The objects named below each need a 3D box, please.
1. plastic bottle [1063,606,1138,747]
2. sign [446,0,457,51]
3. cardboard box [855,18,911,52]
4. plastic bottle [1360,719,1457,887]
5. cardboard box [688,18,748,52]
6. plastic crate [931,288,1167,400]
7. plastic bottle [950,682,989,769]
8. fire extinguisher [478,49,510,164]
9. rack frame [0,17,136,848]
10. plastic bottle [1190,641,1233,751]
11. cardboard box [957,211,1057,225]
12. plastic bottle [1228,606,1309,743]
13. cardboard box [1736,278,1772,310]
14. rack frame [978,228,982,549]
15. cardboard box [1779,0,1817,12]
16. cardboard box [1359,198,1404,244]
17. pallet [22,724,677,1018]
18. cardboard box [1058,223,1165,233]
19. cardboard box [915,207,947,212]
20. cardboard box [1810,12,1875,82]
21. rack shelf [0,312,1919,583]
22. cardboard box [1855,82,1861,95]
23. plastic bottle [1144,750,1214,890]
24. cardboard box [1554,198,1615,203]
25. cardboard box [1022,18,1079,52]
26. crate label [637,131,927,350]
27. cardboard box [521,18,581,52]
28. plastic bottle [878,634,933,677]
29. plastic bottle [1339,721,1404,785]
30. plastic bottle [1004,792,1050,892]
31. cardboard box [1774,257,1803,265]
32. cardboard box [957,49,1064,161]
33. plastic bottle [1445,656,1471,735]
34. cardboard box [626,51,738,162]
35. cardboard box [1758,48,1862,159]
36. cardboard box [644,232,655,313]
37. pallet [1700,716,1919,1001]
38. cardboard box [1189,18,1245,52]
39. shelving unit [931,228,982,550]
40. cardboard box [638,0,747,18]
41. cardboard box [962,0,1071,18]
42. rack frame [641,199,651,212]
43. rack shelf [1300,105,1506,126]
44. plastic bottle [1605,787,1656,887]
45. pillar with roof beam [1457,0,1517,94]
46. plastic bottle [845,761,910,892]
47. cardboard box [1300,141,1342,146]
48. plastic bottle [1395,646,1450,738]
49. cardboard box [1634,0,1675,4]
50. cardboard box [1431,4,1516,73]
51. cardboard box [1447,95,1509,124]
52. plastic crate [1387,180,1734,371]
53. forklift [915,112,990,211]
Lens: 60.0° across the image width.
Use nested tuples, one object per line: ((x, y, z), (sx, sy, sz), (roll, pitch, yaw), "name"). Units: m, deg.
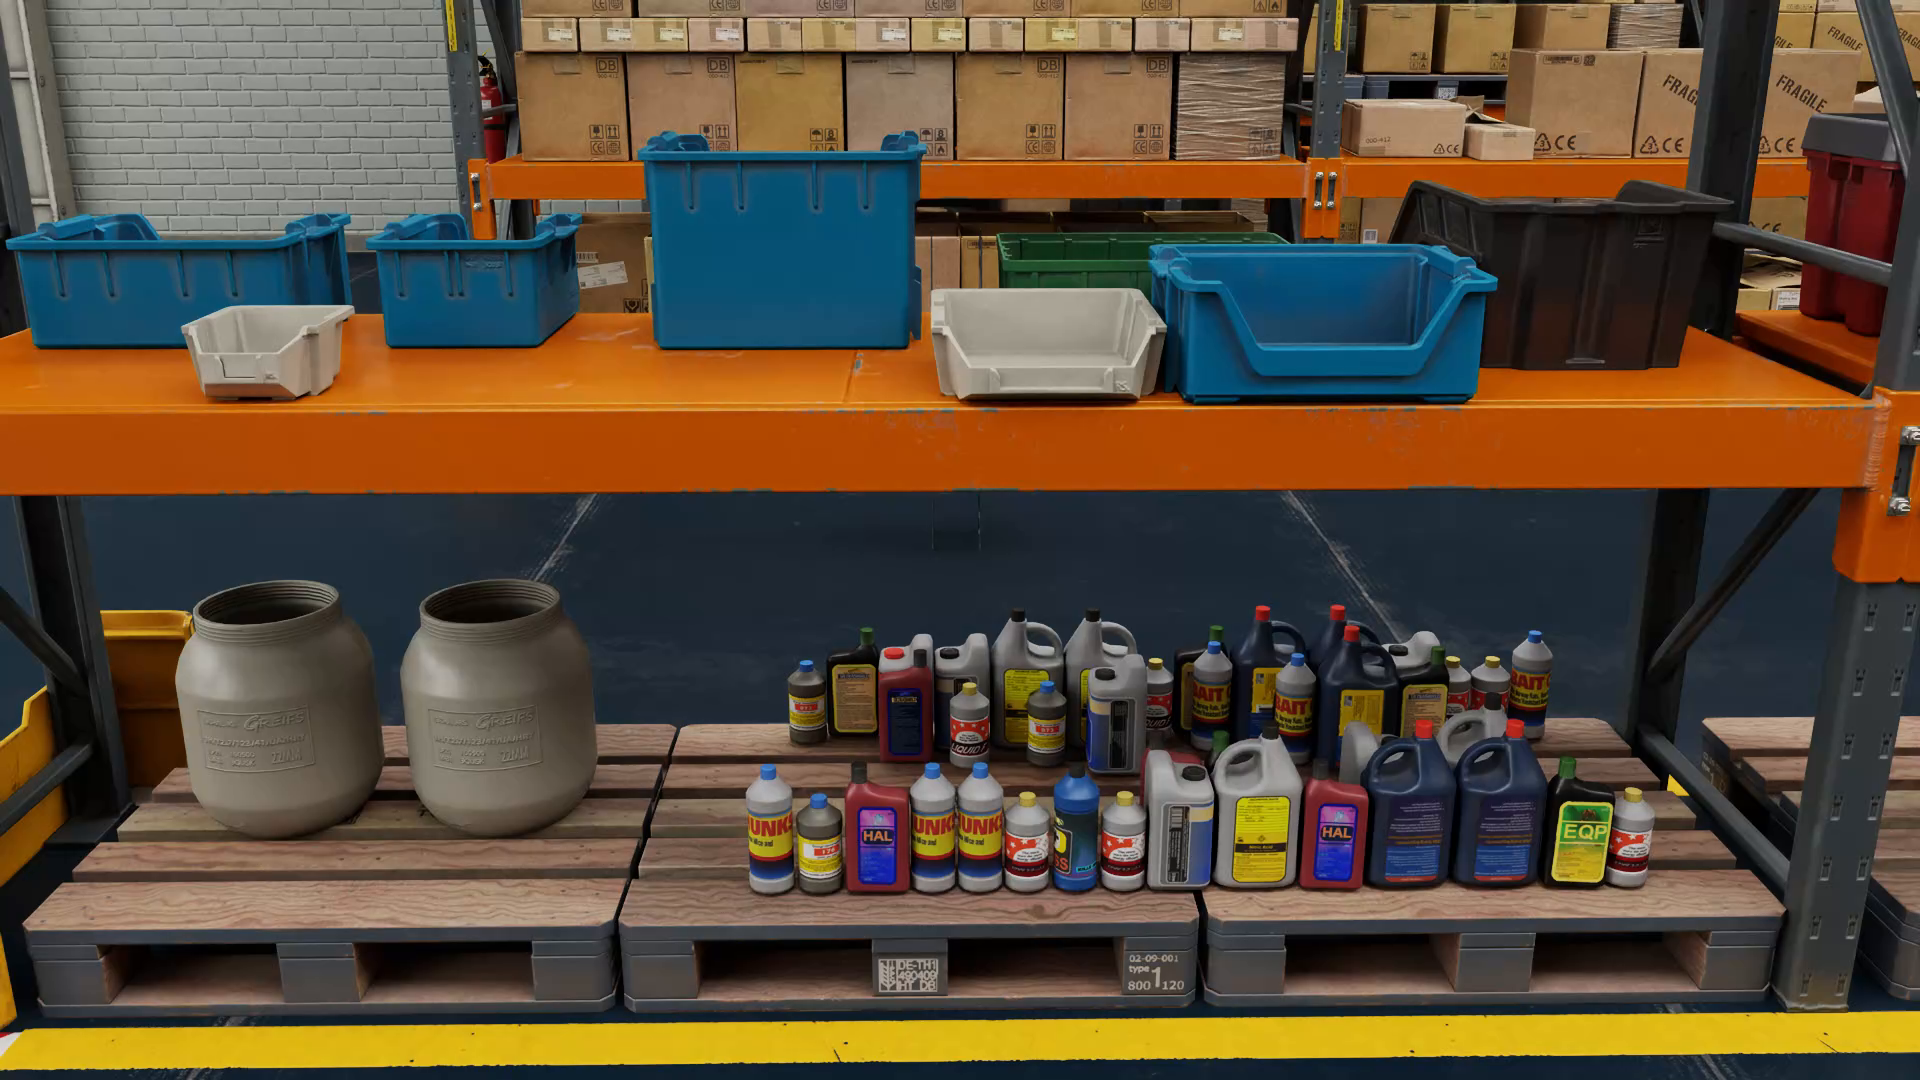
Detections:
((0.354, 0.338, 4.198), (0.185, 0.351, 0.144), (0, 18, -1), "plastic bottle")
((-2.289, -2.368, 7.470), (0.005, 0.325, 0.100), (0, 18, -1), "sign")
((-0.359, -2.387, 7.852), (0.250, 0.149, 0.380), (0, 18, 0), "cardboard box")
((0.951, 0.550, 3.538), (0.185, 0.351, 0.144), (-1, 18, -4), "plastic bottle")
((-1.131, -2.383, 7.840), (0.250, 0.149, 0.380), (-1, 18, -2), "cardboard box")
((0.162, -0.383, 3.262), (0.437, 0.136, 0.530), (0, 18, -1), "plastic crate")
((0.024, 0.450, 4.094), (0.097, 0.201, 0.097), (0, 18, 0), "plastic bottle")
((-2.418, -2.192, 8.596), (0.183, 0.674, 0.296), (0, 18, -1), "fire extinguisher")
((-2.218, -0.574, 3.427), (0.127, 3.000, 1.000), (0, 18, -1), "rack frame")
((0.633, 0.386, 4.179), (0.097, 0.271, 0.097), (0, 18, 0), "plastic bottle")
((0.239, -1.443, 8.721), (0.500, 0.500, 0.500), (0, 18, -1), "cardboard box")
((0.779, 0.336, 4.205), (0.185, 0.351, 0.144), (-1, 18, -3), "plastic bottle")
((3.662, -1.198, 8.267), (0.500, 0.311, 0.500), (0, 18, 1), "cardboard box")
((0.077, -0.572, 6.365), (0.006, 1.200, 0.240), (0, 18, -1), "rack frame")
((6.112, -4.118, 12.563), (0.500, 0.250, 0.500), (0, 18, 0), "cardboard box")
((3.388, -2.655, 13.286), (0.500, 0.500, 0.700), (0, 18, 0), "cardboard box")
((-1.330, 0.736, 3.906), (1.213, 0.211, 1.003), (0, 18, -1), "pallet")
((0.747, -1.286, 8.233), (0.500, 0.500, 0.500), (0, 18, -1), "cardboard box")
((-0.377, -2.586, 13.071), (0.500, 0.500, 0.700), (-1, 18, -4), "cardboard box")
((6.638, -3.761, 12.679), (0.500, 0.500, 0.500), (0, 18, 1), "cardboard box")
((-0.218, -0.241, 3.567), (4.000, 0.370, 1.077), (0, 18, -1), "rack shelf")
((6.726, -3.472, 12.840), (0.250, 0.149, 0.380), (0, 18, -1), "cardboard box")
((0.465, 0.587, 3.546), (0.135, 0.276, 0.152), (0, 18, 0), "plastic bottle")
((4.906, -2.638, 13.234), (0.500, 0.500, 0.700), (0, 18, 0), "cardboard box")
((0.421, -2.392, 7.867), (0.250, 0.149, 0.380), (0, 18, -1), "cardboard box")
((-0.382, -0.683, 3.707), (0.616, 0.435, 0.502), (0, 18, -1), "crate label")
((-1.896, -2.380, 7.830), (0.250, 0.149, 0.380), (0, 18, -1), "cardboard box")
((-0.136, 0.378, 4.199), (0.135, 0.276, 0.152), (0, 18, 0), "plastic bottle")
((0.923, 0.541, 3.690), (0.135, 0.276, 0.152), (0, 18, -1), "plastic bottle")
((0.142, 0.633, 3.526), (0.097, 0.201, 0.097), (0, 18, 0), "plastic bottle")
((4.653, -1.366, 8.789), (0.500, 0.311, 0.500), (-1, 18, -2), "cardboard box")
((0.235, -2.144, 8.157), (0.500, 0.500, 0.700), (0, 18, 0), "cardboard box")
((1.253, 0.398, 4.257), (0.097, 0.201, 0.097), (0, 18, 0), "plastic bottle")
((-1.300, -2.137, 8.135), (0.500, 0.500, 0.700), (0, 18, 1), "cardboard box")
((4.029, -2.160, 8.207), (0.500, 0.500, 0.500), (-1, 18, -4), "cardboard box")
((-1.253, -1.273, 8.190), (0.500, 0.500, 0.500), (0, 18, -1), "cardboard box")
((2.566, 0.719, 3.962), (1.213, 0.211, 1.003), (0, 18, -1), "pallet")
((1.192, -2.396, 7.879), (0.250, 0.149, 0.380), (-1, 18, -2), "cardboard box")
((-0.014, -0.571, 6.364), (0.189, 1.200, 0.258), (0, 18, -1), "shelving unit")
((-1.246, -2.755, 7.938), (0.500, 0.500, 0.700), (-1, 18, -2), "cardboard box")
((0.258, -2.763, 7.962), (0.500, 0.500, 0.700), (0, 18, -1), "cardboard box")
((-2.374, -3.600, 12.860), (0.127, 3.000, 1.000), (0, 18, -1), "rack frame")
((3.625, -3.286, 13.060), (4.000, 0.370, 1.077), (0, 18, -1), "rack shelf")
((1.424, 0.626, 3.545), (0.097, 0.201, 0.097), (0, 18, 0), "plastic bottle")
((4.379, -5.438, 8.769), (0.400, 9.000, 9.100), (0, 18, -1), "pillar with roof beam")
((-0.173, 0.601, 3.491), (0.133, 0.283, 0.061), (0, 18, 0), "plastic bottle")
((2.801, -3.007, 13.156), (0.500, 0.250, 0.500), (-1, 18, -2), "cardboard box")
((1.136, 0.400, 4.115), (0.133, 0.283, 0.061), (0, 18, -1), "plastic bottle")
((5.280, -4.194, 12.764), (0.250, 0.149, 0.380), (-3, 18, -8), "cardboard box")
((3.910, -3.878, 12.841), (0.500, 0.500, 0.700), (0, 18, -1), "cardboard box")
((2.584, -2.103, 8.412), (0.258, 0.266, 0.396), (-1, 18, -2), "cardboard box")
((1.256, -0.600, 3.610), (0.504, 0.338, 0.767), (0, 18, -1), "plastic crate")
((-0.131, -2.800, 10.478), (3.031, 2.935, 1.130), (-1, 18, -2), "forklift")
